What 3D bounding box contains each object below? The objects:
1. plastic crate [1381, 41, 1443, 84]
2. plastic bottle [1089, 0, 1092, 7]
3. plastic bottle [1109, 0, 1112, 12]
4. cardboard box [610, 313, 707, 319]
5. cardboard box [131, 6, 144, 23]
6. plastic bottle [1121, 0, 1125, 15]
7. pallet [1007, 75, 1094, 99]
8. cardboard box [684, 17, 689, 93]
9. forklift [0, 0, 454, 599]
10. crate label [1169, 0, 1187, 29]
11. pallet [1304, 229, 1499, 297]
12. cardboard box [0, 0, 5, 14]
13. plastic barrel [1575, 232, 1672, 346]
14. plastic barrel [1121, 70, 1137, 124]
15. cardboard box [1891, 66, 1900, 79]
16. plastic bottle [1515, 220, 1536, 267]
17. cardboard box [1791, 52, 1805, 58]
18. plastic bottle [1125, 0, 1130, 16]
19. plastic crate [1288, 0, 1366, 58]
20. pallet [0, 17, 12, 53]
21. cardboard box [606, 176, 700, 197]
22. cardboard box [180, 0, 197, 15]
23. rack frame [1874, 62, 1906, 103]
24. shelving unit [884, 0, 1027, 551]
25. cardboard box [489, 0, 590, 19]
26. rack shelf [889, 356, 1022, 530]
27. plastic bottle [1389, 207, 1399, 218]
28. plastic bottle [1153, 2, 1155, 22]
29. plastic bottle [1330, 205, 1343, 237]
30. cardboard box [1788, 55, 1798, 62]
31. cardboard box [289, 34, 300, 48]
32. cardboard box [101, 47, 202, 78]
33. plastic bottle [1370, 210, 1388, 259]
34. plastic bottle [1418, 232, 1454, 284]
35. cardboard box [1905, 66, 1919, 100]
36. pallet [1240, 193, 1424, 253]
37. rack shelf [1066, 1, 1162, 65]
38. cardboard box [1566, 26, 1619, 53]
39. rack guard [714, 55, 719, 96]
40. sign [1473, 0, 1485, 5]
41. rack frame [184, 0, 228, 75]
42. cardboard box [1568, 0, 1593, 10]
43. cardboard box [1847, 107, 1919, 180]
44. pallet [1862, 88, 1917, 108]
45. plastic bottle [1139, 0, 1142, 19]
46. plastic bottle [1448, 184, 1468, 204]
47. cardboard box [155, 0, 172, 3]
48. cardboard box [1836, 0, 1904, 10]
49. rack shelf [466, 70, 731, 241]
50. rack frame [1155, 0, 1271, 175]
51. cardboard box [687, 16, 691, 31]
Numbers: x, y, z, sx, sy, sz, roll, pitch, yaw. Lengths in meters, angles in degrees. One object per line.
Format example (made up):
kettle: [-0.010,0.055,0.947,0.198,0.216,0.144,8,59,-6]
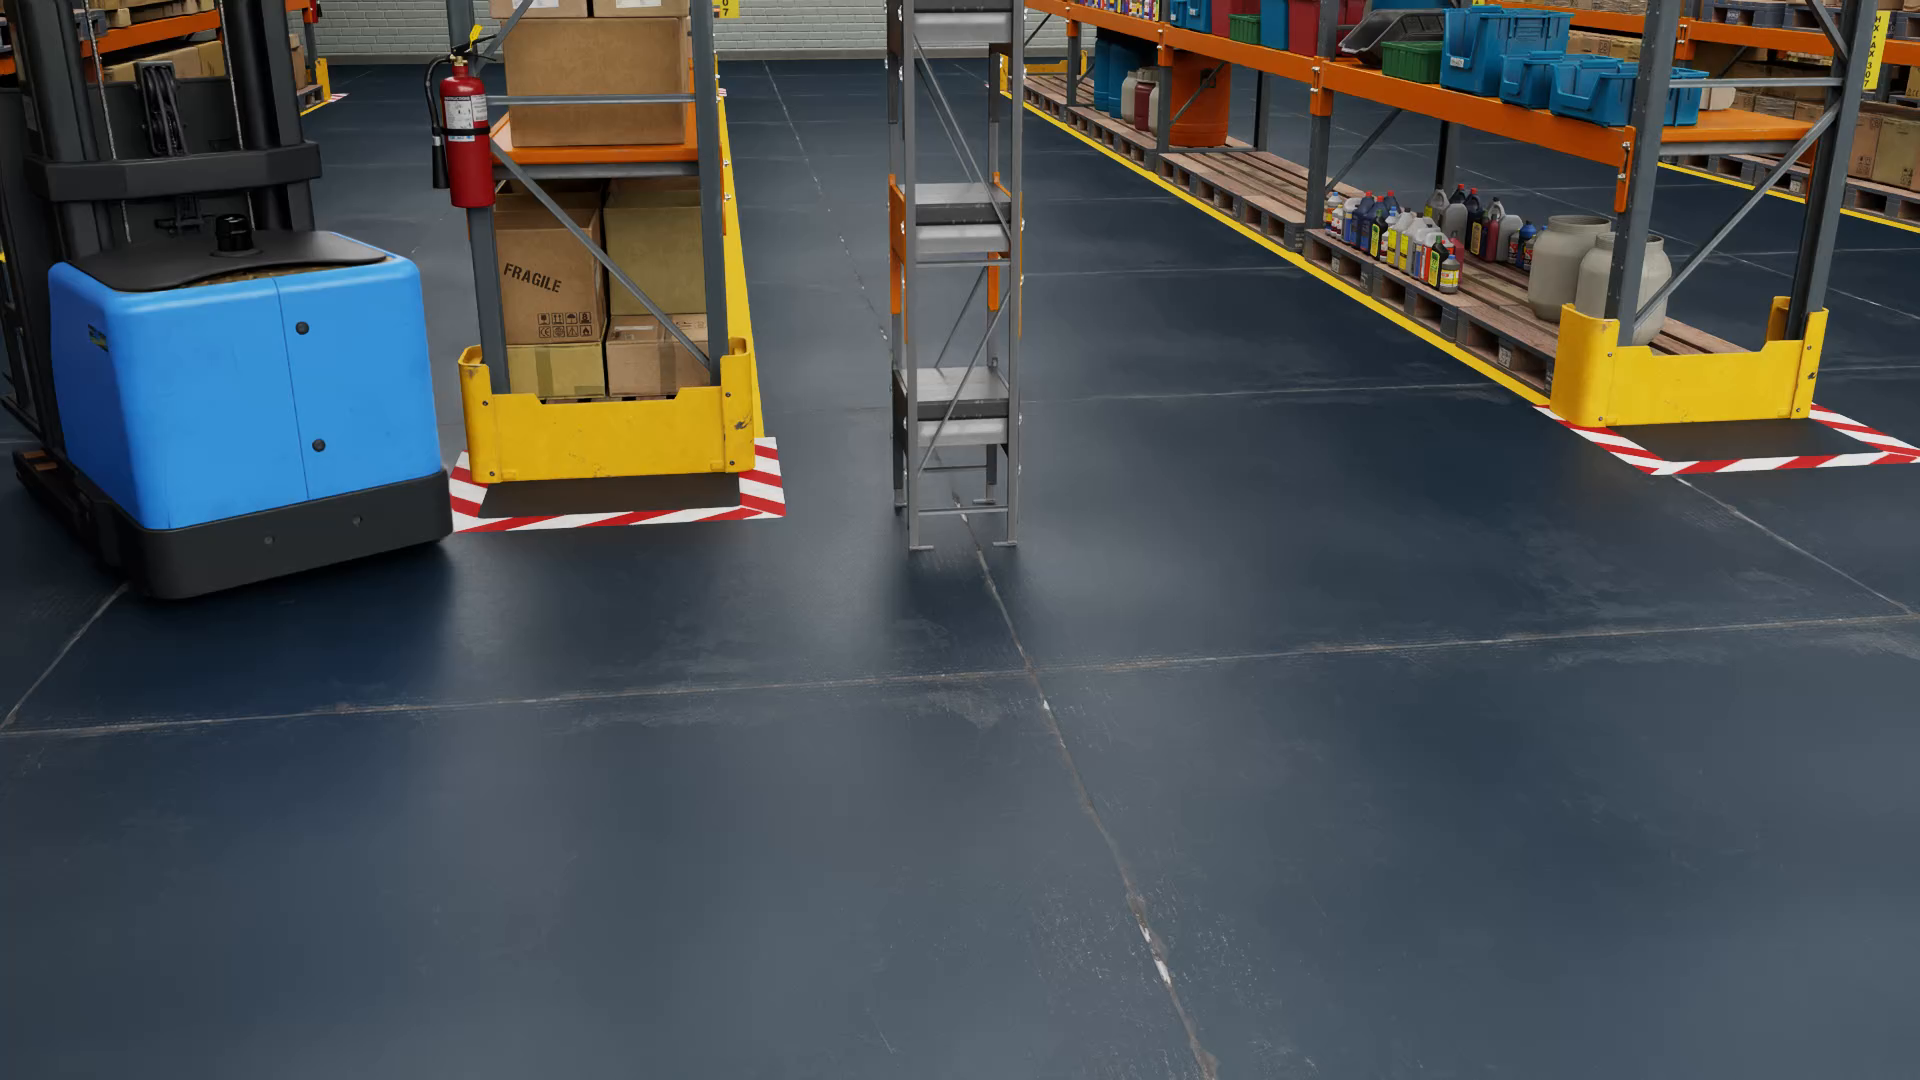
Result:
plastic crate: [2.776,-2.782,9.681,0.450,0.188,0.662,-3,21,-8]
plastic bottle: [1.449,-5.771,17.559,0.152,0.276,0.135,-3,21,-8]
plastic bottle: [1.552,-5.453,16.714,0.097,0.271,0.097,0,20,0]
cardboard box: [-1.399,-1.011,7.965,0.500,0.250,0.500,-3,21,-8]
cardboard box: [-7.552,-4.712,14.877,0.380,0.149,0.250,-3,21,-7]
plastic bottle: [1.656,-5.299,16.187,0.144,0.351,0.185,-3,21,-8]
pallet: [1.210,-5.927,21.783,1.003,0.211,1.213,-3,21,-8]
cardboard box: [-1.747,-2.477,8.419,0.700,0.500,0.500,-2,21,-6]
forklift: [-3.187,-1.618,6.358,1.130,2.935,3.031,-16,26,-37]
crate label: [1.973,-4.508,14.237,0.303,0.233,0.416,-3,21,-8]
pallet: [2.915,-1.825,10.800,1.003,0.211,1.213,-3,21,-8]
cardboard box: [-7.336,-4.150,12.268,0.700,0.500,0.500,-5,21,-13]
plastic barrel: [3.266,-1.236,8.194,0.421,0.512,0.421,0,20,0]
plastic barrel: [1.863,-4.533,17.020,0.421,0.512,0.421,0,20,0]
cardboard box: [11.170,-5.694,20.224,0.380,0.149,0.250,-3,21,-7]
plastic bottle: [3.390,-1.776,9.954,0.097,0.271,0.097,0,20,0]
cardboard box: [10.961,-6.298,21.417,0.380,0.149,0.250,-4,21,-10]
plastic bottle: [1.638,-5.210,16.046,0.061,0.283,0.133,-3,21,-8]
plastic crate: [2.487,-3.548,11.337,0.402,0.464,0.583,-3,21,-8]
pallet: [-7.195,-3.478,11.515,1.003,0.211,1.213,-3,21,-8]
cardboard box: [-1.482,-1.535,8.296,0.500,0.500,0.500,-3,21,-8]
cardboard box: [-7.620,-5.158,16.070,0.380,0.149,0.250,-3,21,-8]
rack frame: [11.530,-6.601,19.602,1.000,3.000,0.127,-3,21,-8]
shelving unit: [-0.024,-1.041,6.002,0.431,2.100,0.503,-3,21,-8]
cardboard box: [-1.710,-2.206,6.765,0.380,0.149,0.250,-3,21,-9]
rack shelf: [-0.024,-0.372,6.252,0.431,0.518,0.480,-3,21,-8]
plastic bottle: [2.706,-1.949,10.419,0.097,0.271,0.097,0,20,0]
plastic bottle: [1.804,-4.817,15.110,0.097,0.201,0.097,0,20,0]
plastic bottle: [2.486,-2.093,10.905,0.097,0.201,0.097,0,20,0]
cardboard box: [11.053,-6.247,21.703,0.380,0.149,0.250,-2,21,-5]
cardboard box: [-8.275,-6.078,20.248,0.380,0.149,0.250,-3,21,-8]
cardboard box: [-7.744,-4.300,15.913,0.750,0.750,0.750,-2,21,-6]
plastic bottle: [2.575,-1.874,10.201,0.061,0.283,0.133,-2,21,-5]
plastic bottle: [2.728,-1.613,9.513,0.152,0.276,0.135,-3,21,-7]
cardboard box: [11.374,-5.357,19.245,0.500,0.500,0.500,-2,21,-6]
pallet: [2.708,-2.329,12.151,1.003,0.211,1.213,-3,21,-8]
rack shelf: [1.995,-5.106,16.629,1.077,0.370,4.000,-3,21,-8]
cardboard box: [6.849,-5.057,17.905,1.225,0.875,0.875,-4,21,-10]
rack guard: [-3.762,-6.075,21.766,1.175,0.500,0.348,-3,21,-8]
sign: [3.405,-3.519,10.956,0.100,0.325,0.005,-3,21,-8]
rack frame: [-8.097,-5.636,17.019,1.000,3.000,0.127,-3,21,-8]
cardboard box: [6.651,-5.734,17.140,0.500,0.500,0.500,-3,21,-7]
cardboard box: [7.562,-3.224,13.505,0.700,0.500,0.500,-5,21,-12]
pallet: [11.398,-5.525,20.707,1.003,0.211,1.213,-3,21,-8]
plastic bottle: [1.728,-4.998,15.595,0.097,0.201,0.097,0,20,0]
plastic bottle: [3.237,-2.123,10.769,0.144,0.351,0.185,-3,21,-9]
cardboard box: [-7.557,-5.161,15.151,0.500,0.500,0.500,-2,21,-6]
cardboard box: [7.419,-4.456,13.113,0.797,0.503,0.637,-1,20,-2]
rack shelf: [-1.754,-2.088,8.547,1.077,0.370,4.000,-3,21,-8]
rack frame: [2.283,-4.751,14.649,1.000,3.000,0.127,-3,21,-8]
cardboard box: [-2.216,-4.087,13.231,0.380,0.149,0.250,-3,21,-8]
